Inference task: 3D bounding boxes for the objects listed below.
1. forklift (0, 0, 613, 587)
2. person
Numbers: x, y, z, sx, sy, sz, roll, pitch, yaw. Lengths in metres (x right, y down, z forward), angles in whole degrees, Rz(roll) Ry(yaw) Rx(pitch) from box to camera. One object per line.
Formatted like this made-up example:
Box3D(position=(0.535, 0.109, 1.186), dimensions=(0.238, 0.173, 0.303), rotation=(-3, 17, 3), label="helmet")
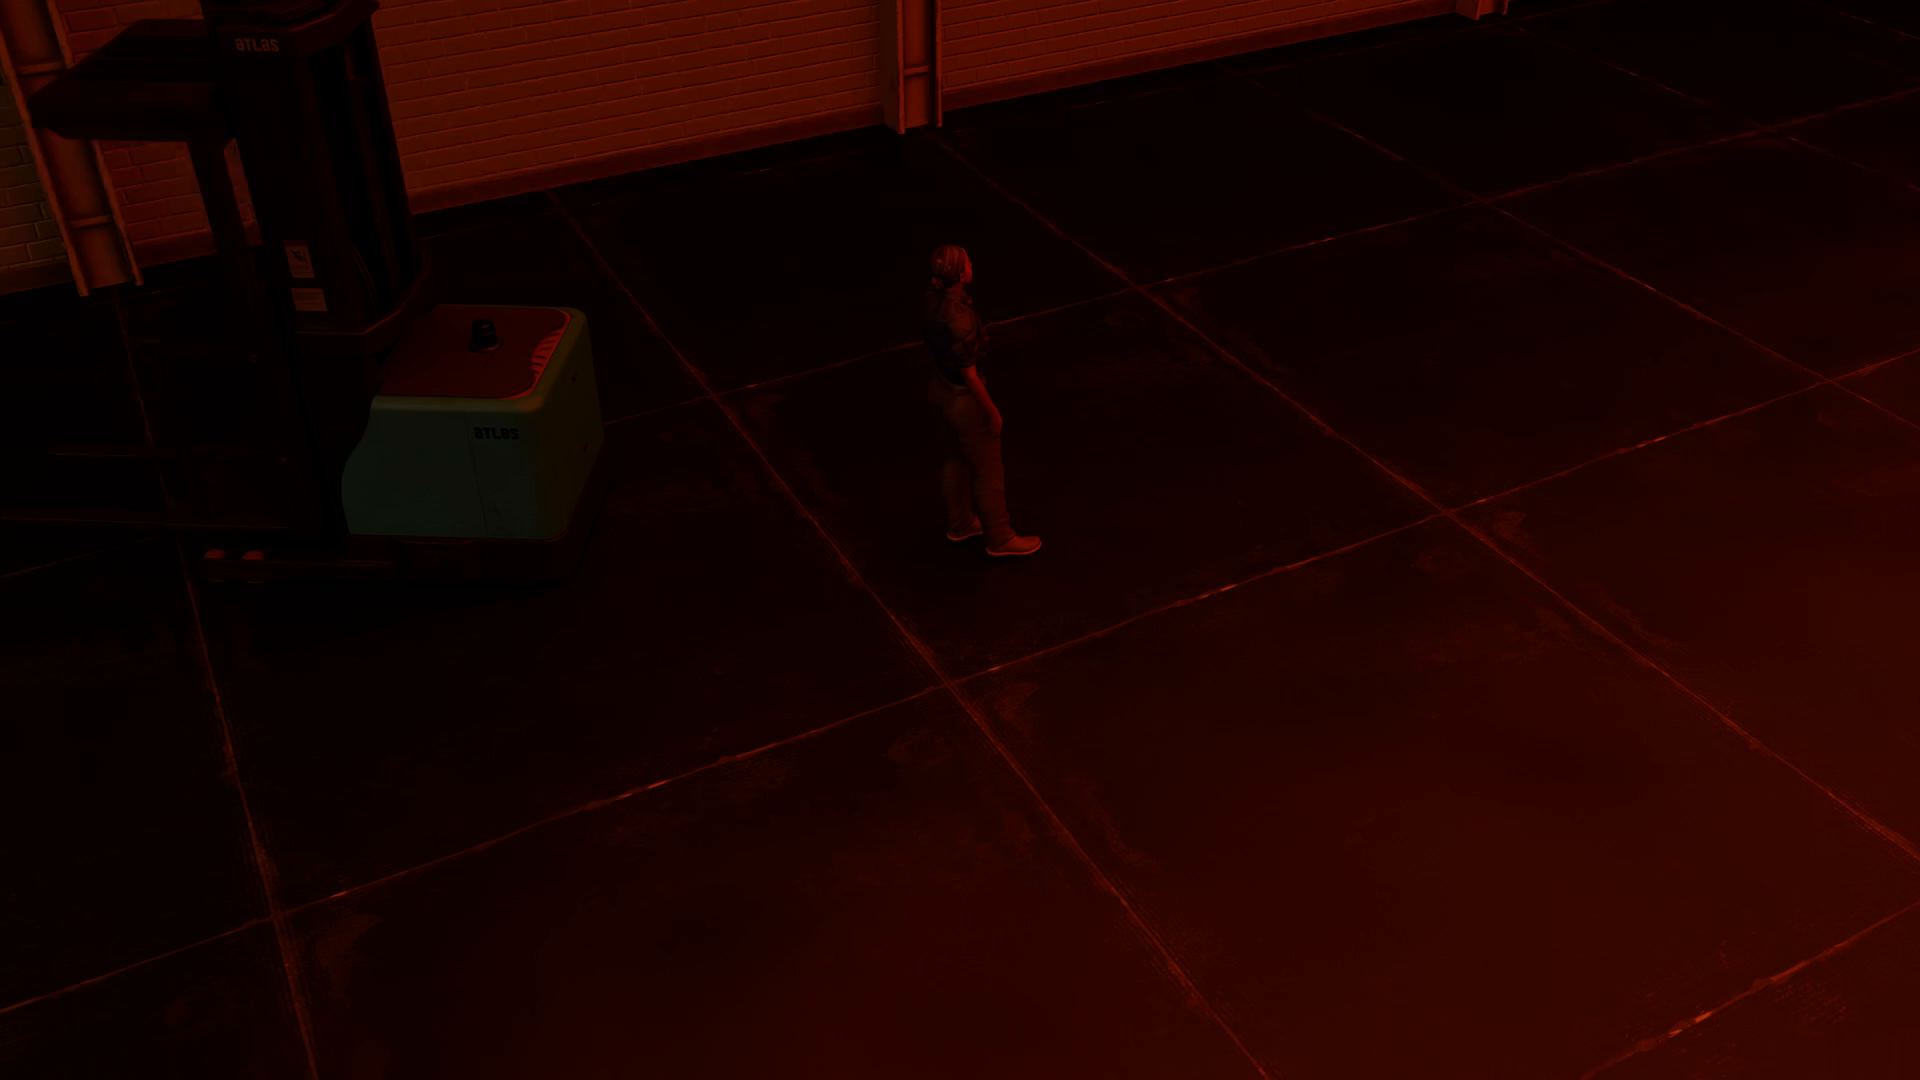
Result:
Box3D(position=(-3.420, -1.280, 7.934), dimensions=(3.031, 2.935, 1.130), rotation=(2, 35, 3), label="forklift")
Box3D(position=(0.087, -0.695, 8.200), dimensions=(0.503, 1.656, 0.569), rotation=(-17, 39, -23), label="person")
